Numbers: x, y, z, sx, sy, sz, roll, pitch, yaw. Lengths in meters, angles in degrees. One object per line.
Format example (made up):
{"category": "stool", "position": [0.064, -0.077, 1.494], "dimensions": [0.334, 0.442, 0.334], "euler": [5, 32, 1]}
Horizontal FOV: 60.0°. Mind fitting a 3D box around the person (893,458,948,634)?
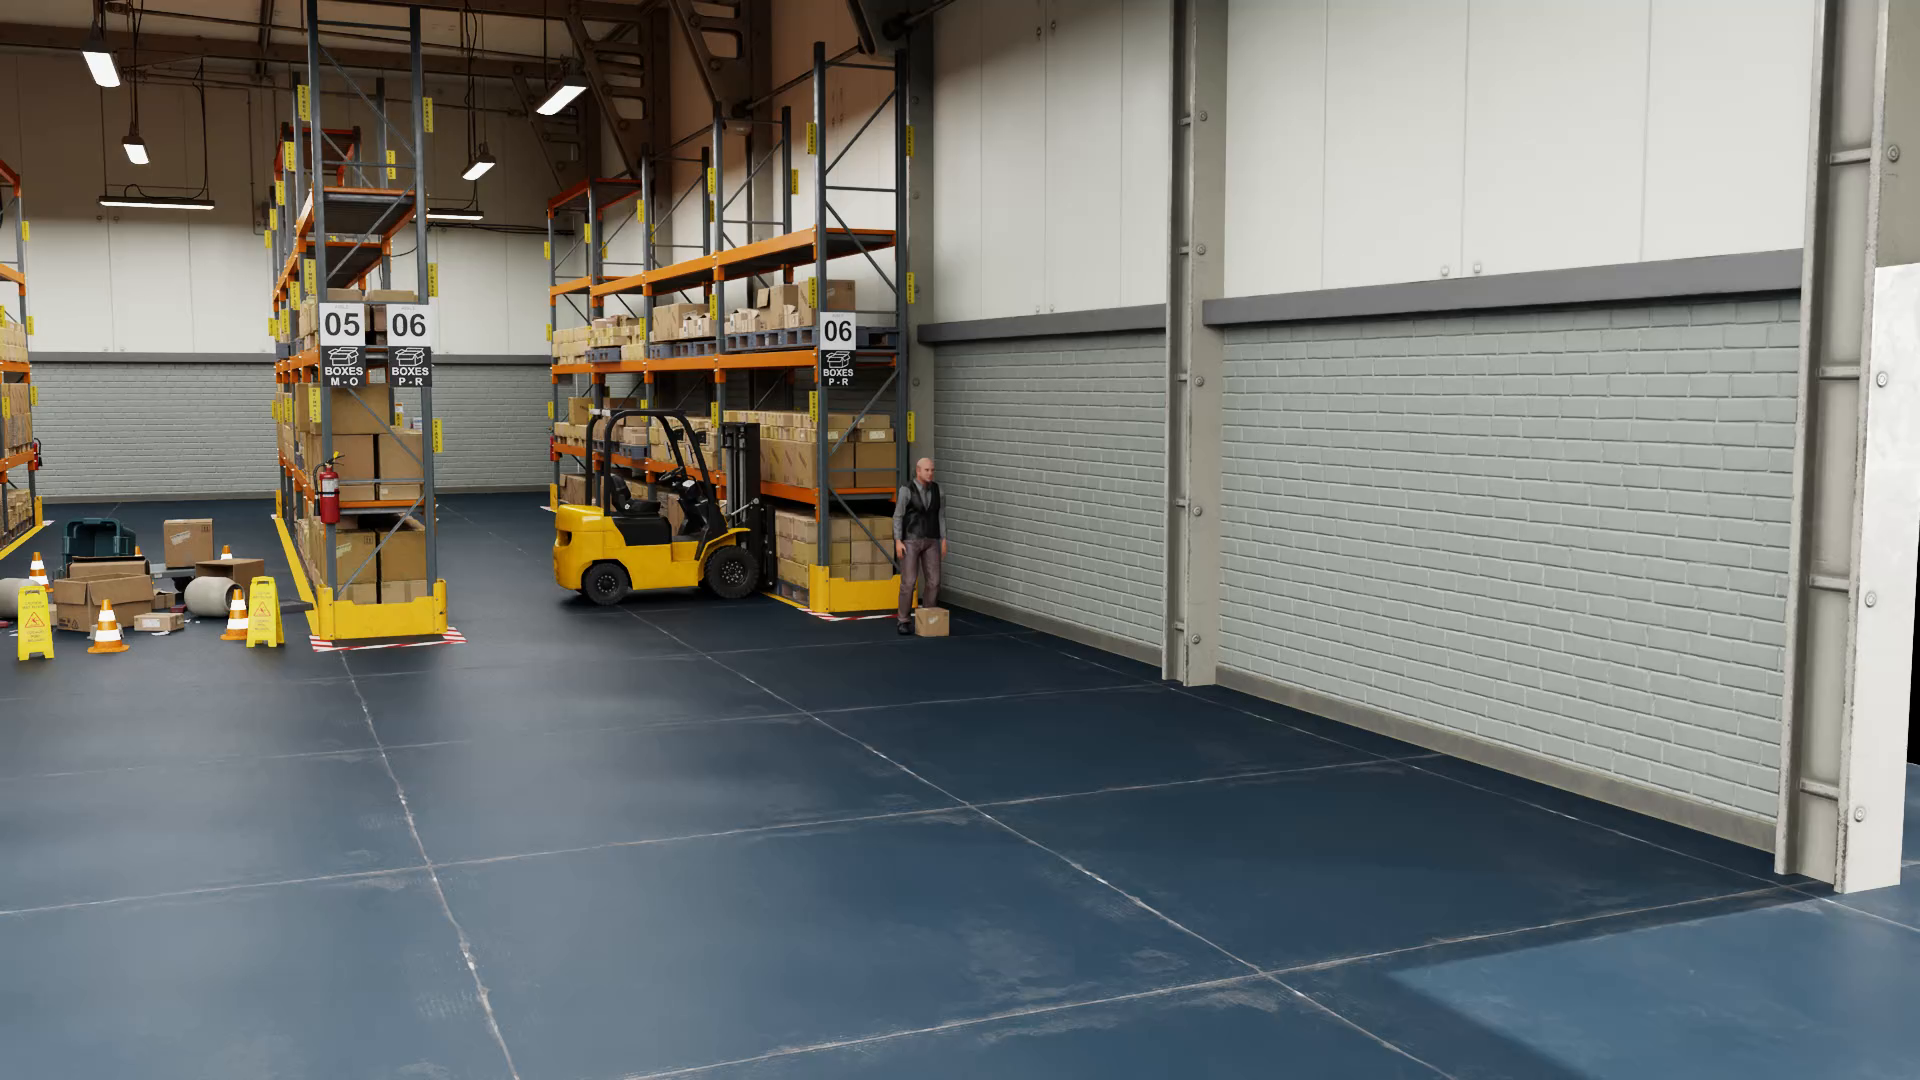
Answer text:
{"category": "person", "position": [-0.388, 0.045, 16.404], "dimensions": [0.591, 1.720, 0.421], "euler": [-3, 6, -27]}
